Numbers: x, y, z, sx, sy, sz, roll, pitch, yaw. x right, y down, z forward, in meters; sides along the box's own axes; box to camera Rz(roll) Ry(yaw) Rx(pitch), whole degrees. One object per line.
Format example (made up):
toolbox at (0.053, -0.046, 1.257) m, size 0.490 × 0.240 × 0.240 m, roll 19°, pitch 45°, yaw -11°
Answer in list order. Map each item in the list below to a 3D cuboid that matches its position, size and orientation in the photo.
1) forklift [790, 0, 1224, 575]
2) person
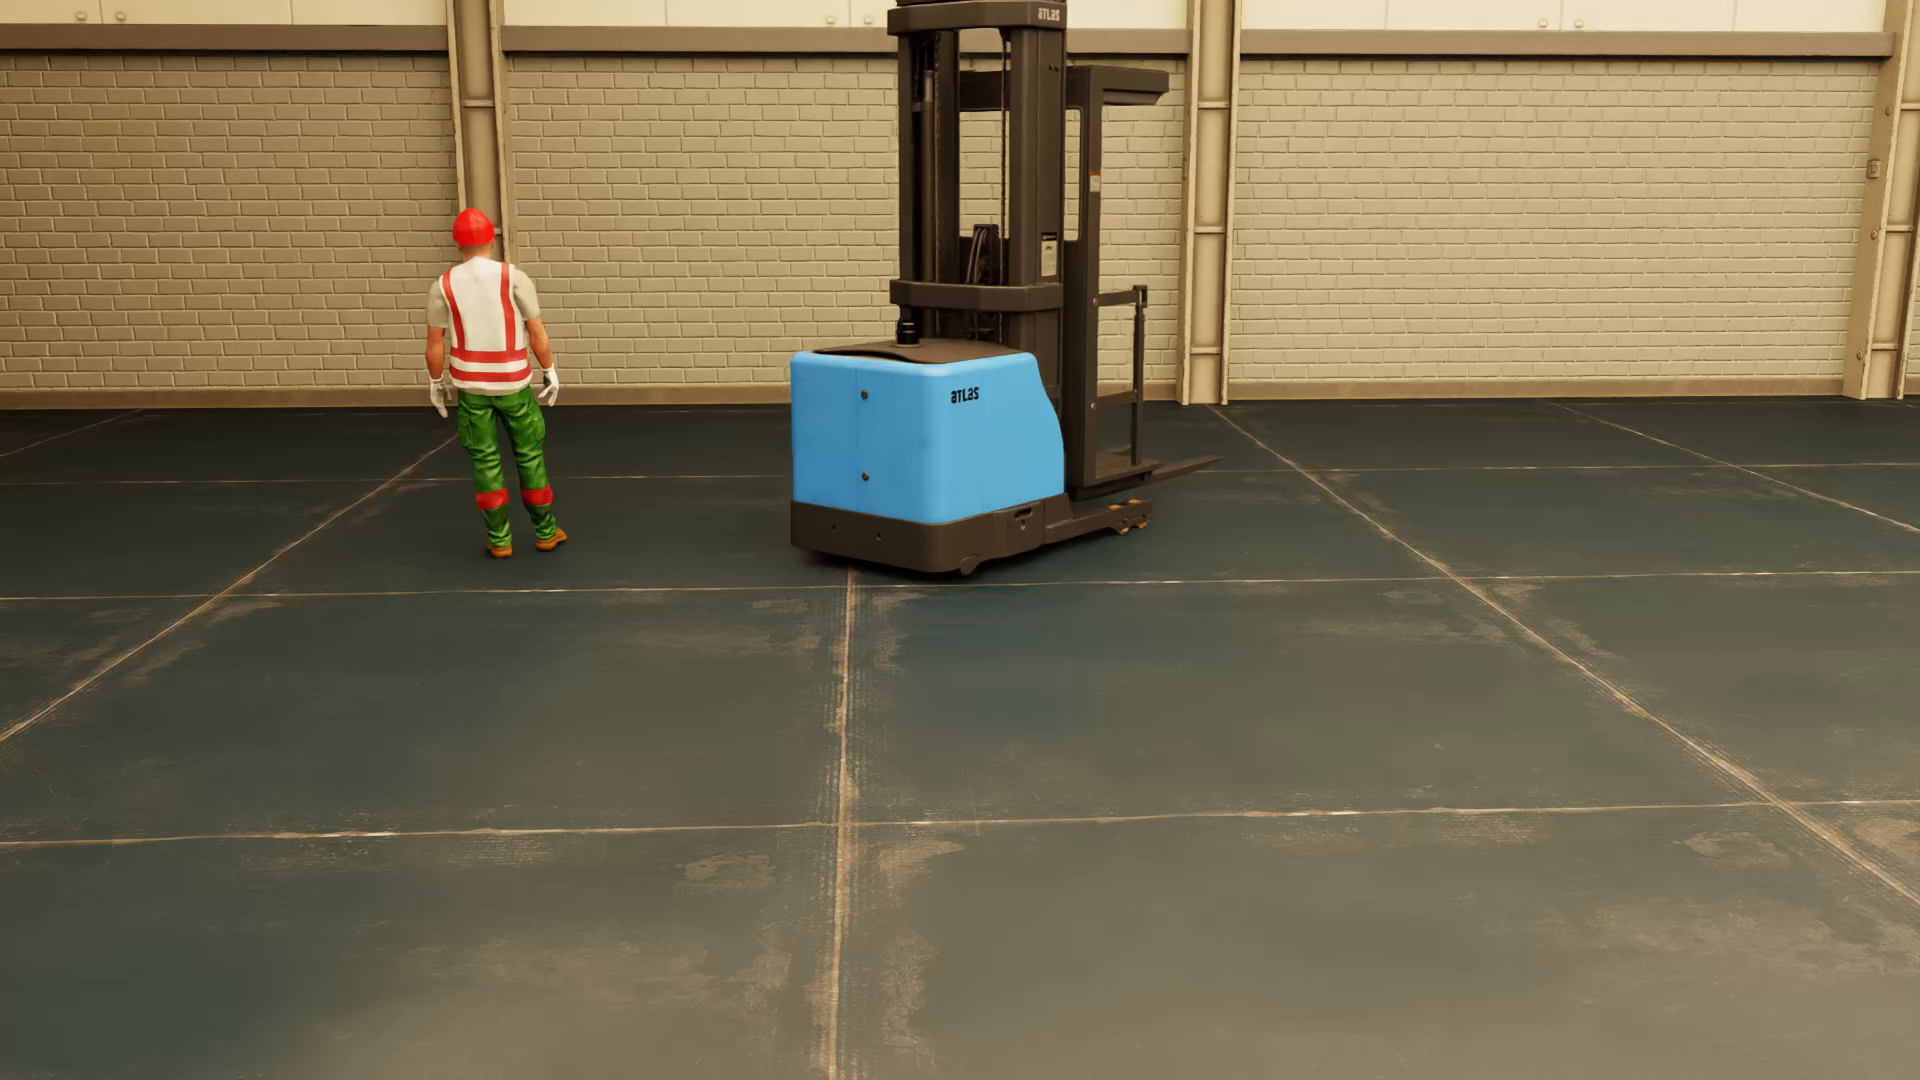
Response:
forklift at (0.439, -1.522, 9.192) m, size 1.130 × 2.935 × 3.031 m, roll 10°, pitch 16°, yaw 38°
person at (-2.405, -0.813, 8.611) m, size 0.643 × 1.789 × 0.565 m, roll -2°, pitch 13°, yaw -9°
